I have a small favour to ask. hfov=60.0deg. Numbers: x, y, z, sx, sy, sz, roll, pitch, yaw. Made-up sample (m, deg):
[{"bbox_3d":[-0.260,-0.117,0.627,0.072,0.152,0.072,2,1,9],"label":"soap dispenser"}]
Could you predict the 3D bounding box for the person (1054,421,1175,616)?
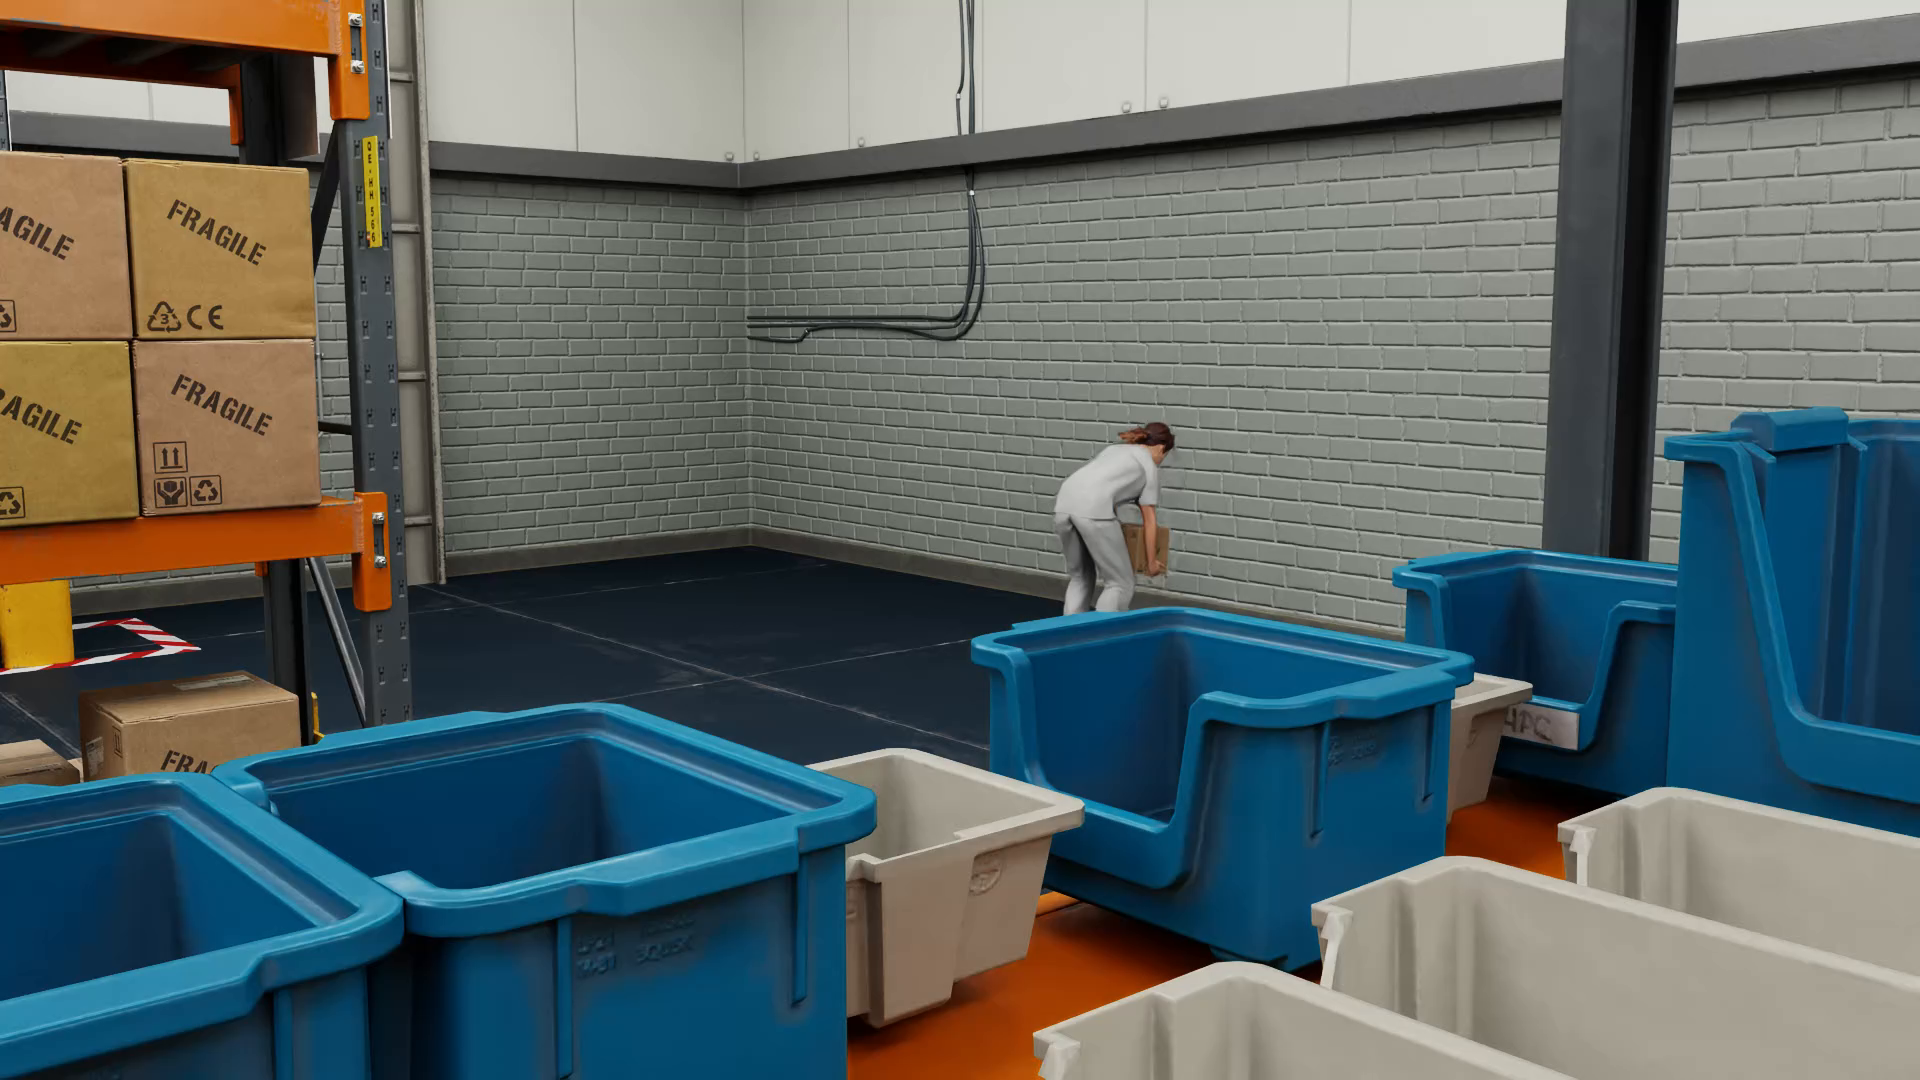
[{"bbox_3d":[0.858,0.032,8.946,0.812,1.315,0.410,-7,10,-42],"label":"person"}]
